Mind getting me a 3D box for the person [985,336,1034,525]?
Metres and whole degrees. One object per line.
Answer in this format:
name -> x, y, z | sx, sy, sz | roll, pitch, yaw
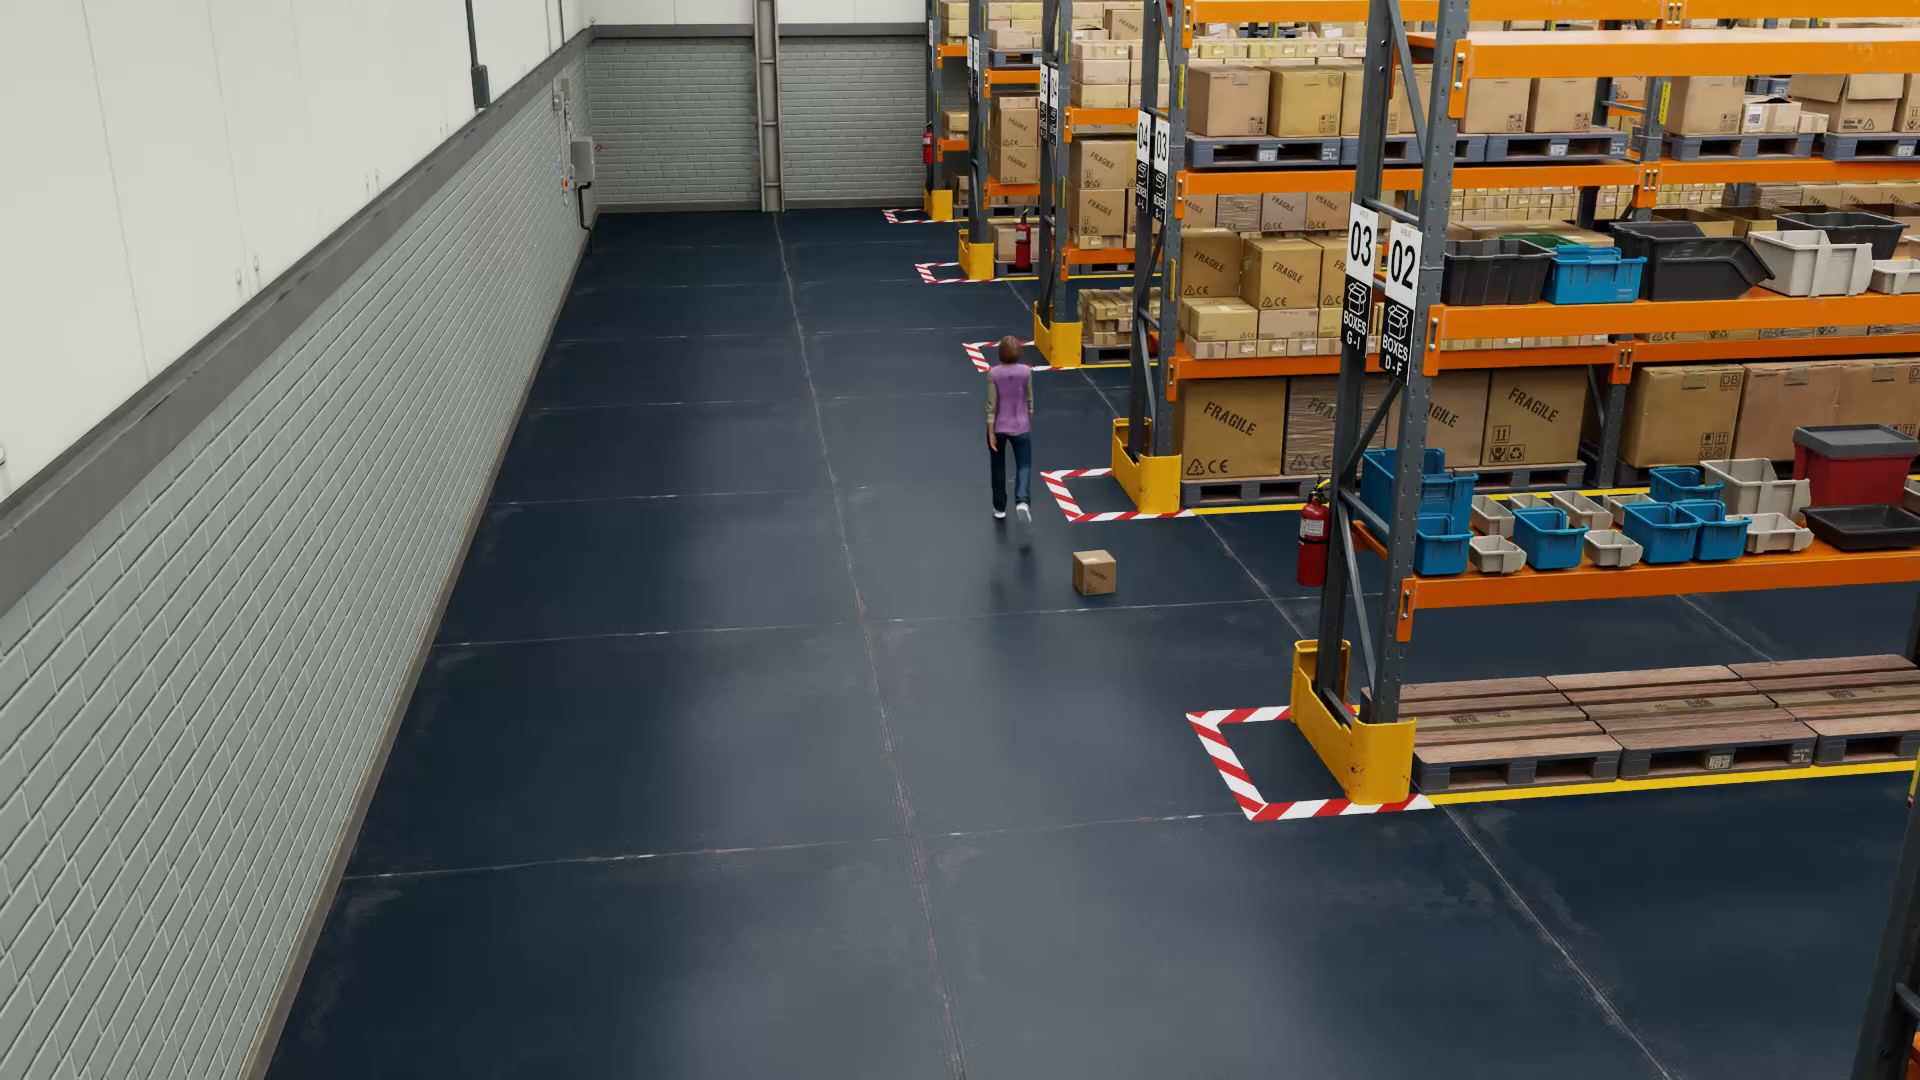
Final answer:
person -> 0.398, -0.873, 13.408 | 0.393, 1.568, 0.774 | 0, 20, 0
